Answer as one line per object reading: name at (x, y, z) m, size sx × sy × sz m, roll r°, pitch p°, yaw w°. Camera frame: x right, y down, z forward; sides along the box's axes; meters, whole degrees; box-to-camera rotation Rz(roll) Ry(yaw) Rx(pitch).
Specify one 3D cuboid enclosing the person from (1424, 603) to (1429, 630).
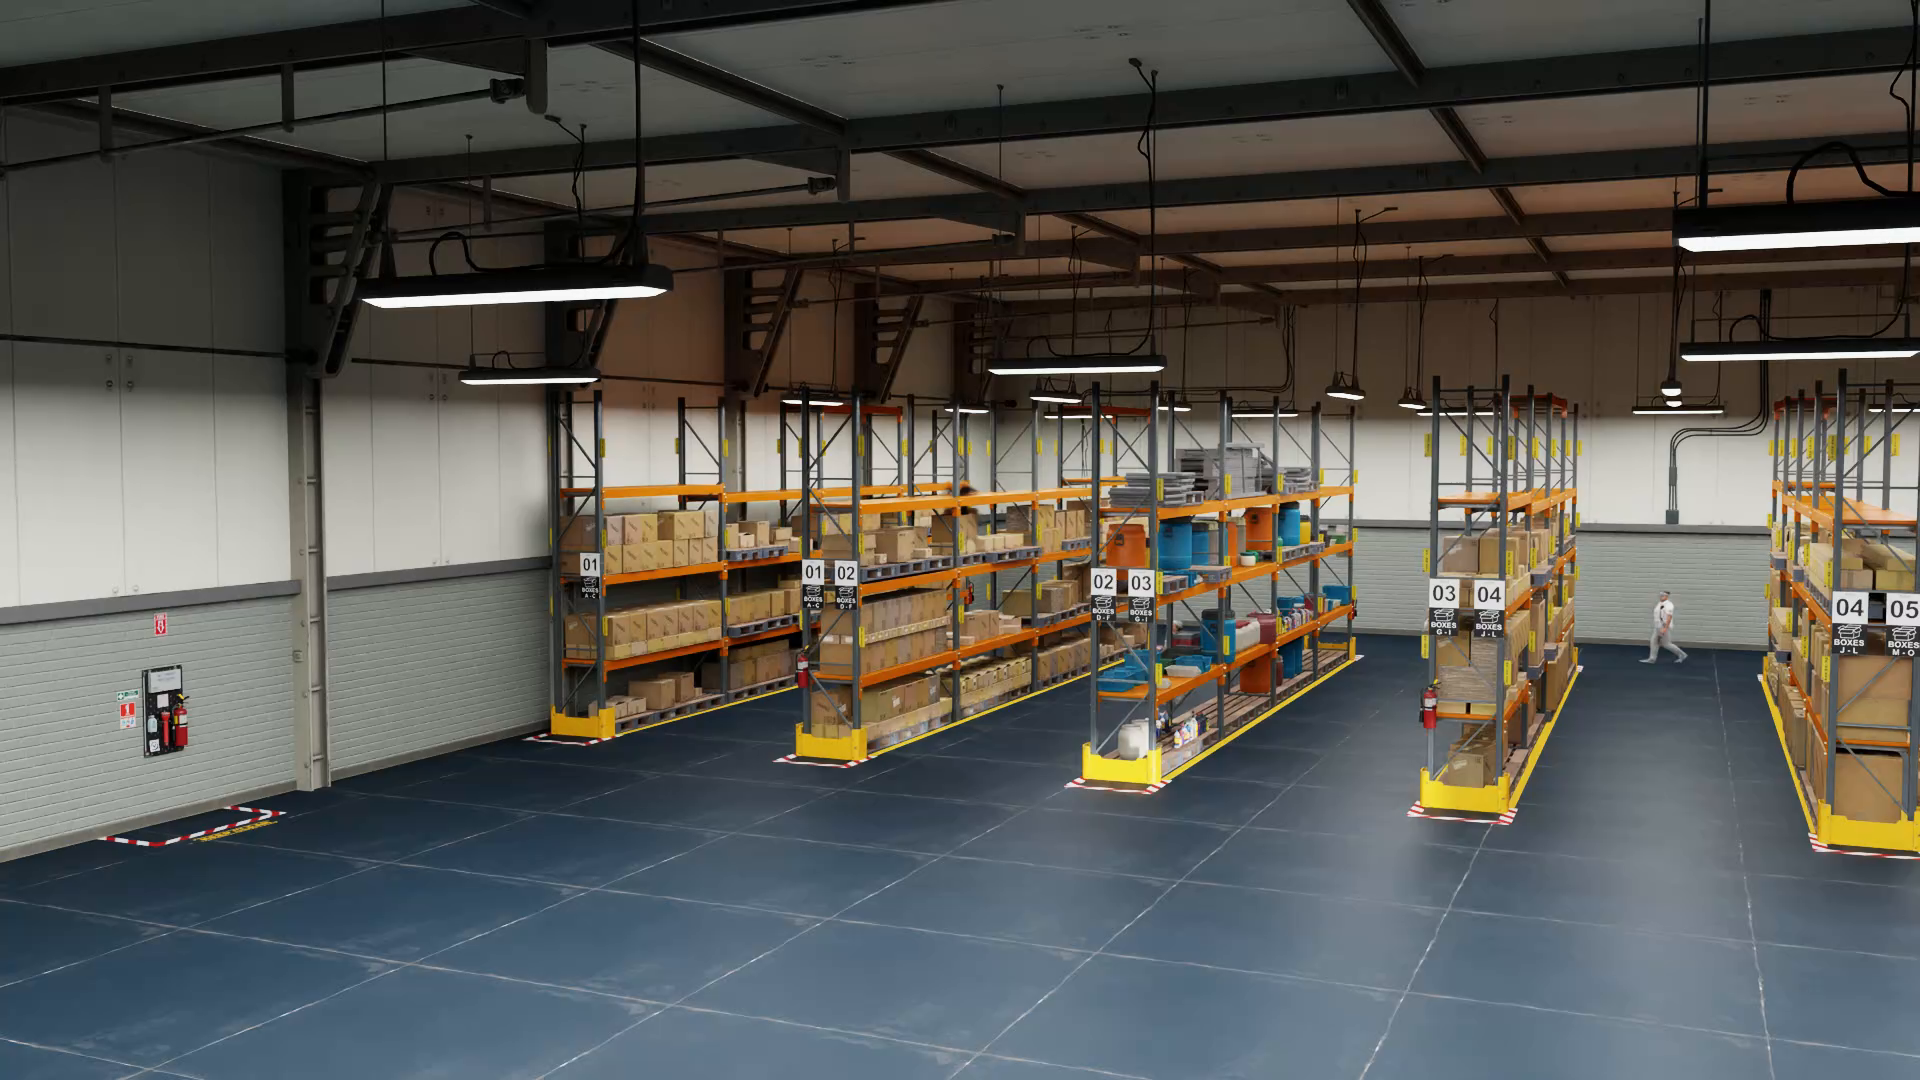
person at (11.174, 1.965, 38.806) m, size 0.665 × 1.715 × 1.058 m, roll 1°, pitch 3°, yaw 22°

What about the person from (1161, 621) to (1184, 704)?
person at (4.055, 2.394, 32.476) m, size 0.834 × 1.642 × 0.691 m, roll 3°, pitch 4°, yaw 44°

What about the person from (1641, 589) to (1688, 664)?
person at (16.261, 2.003, 38.387) m, size 0.958 × 1.732 × 0.574 m, roll 1°, pitch 3°, yaw 10°
